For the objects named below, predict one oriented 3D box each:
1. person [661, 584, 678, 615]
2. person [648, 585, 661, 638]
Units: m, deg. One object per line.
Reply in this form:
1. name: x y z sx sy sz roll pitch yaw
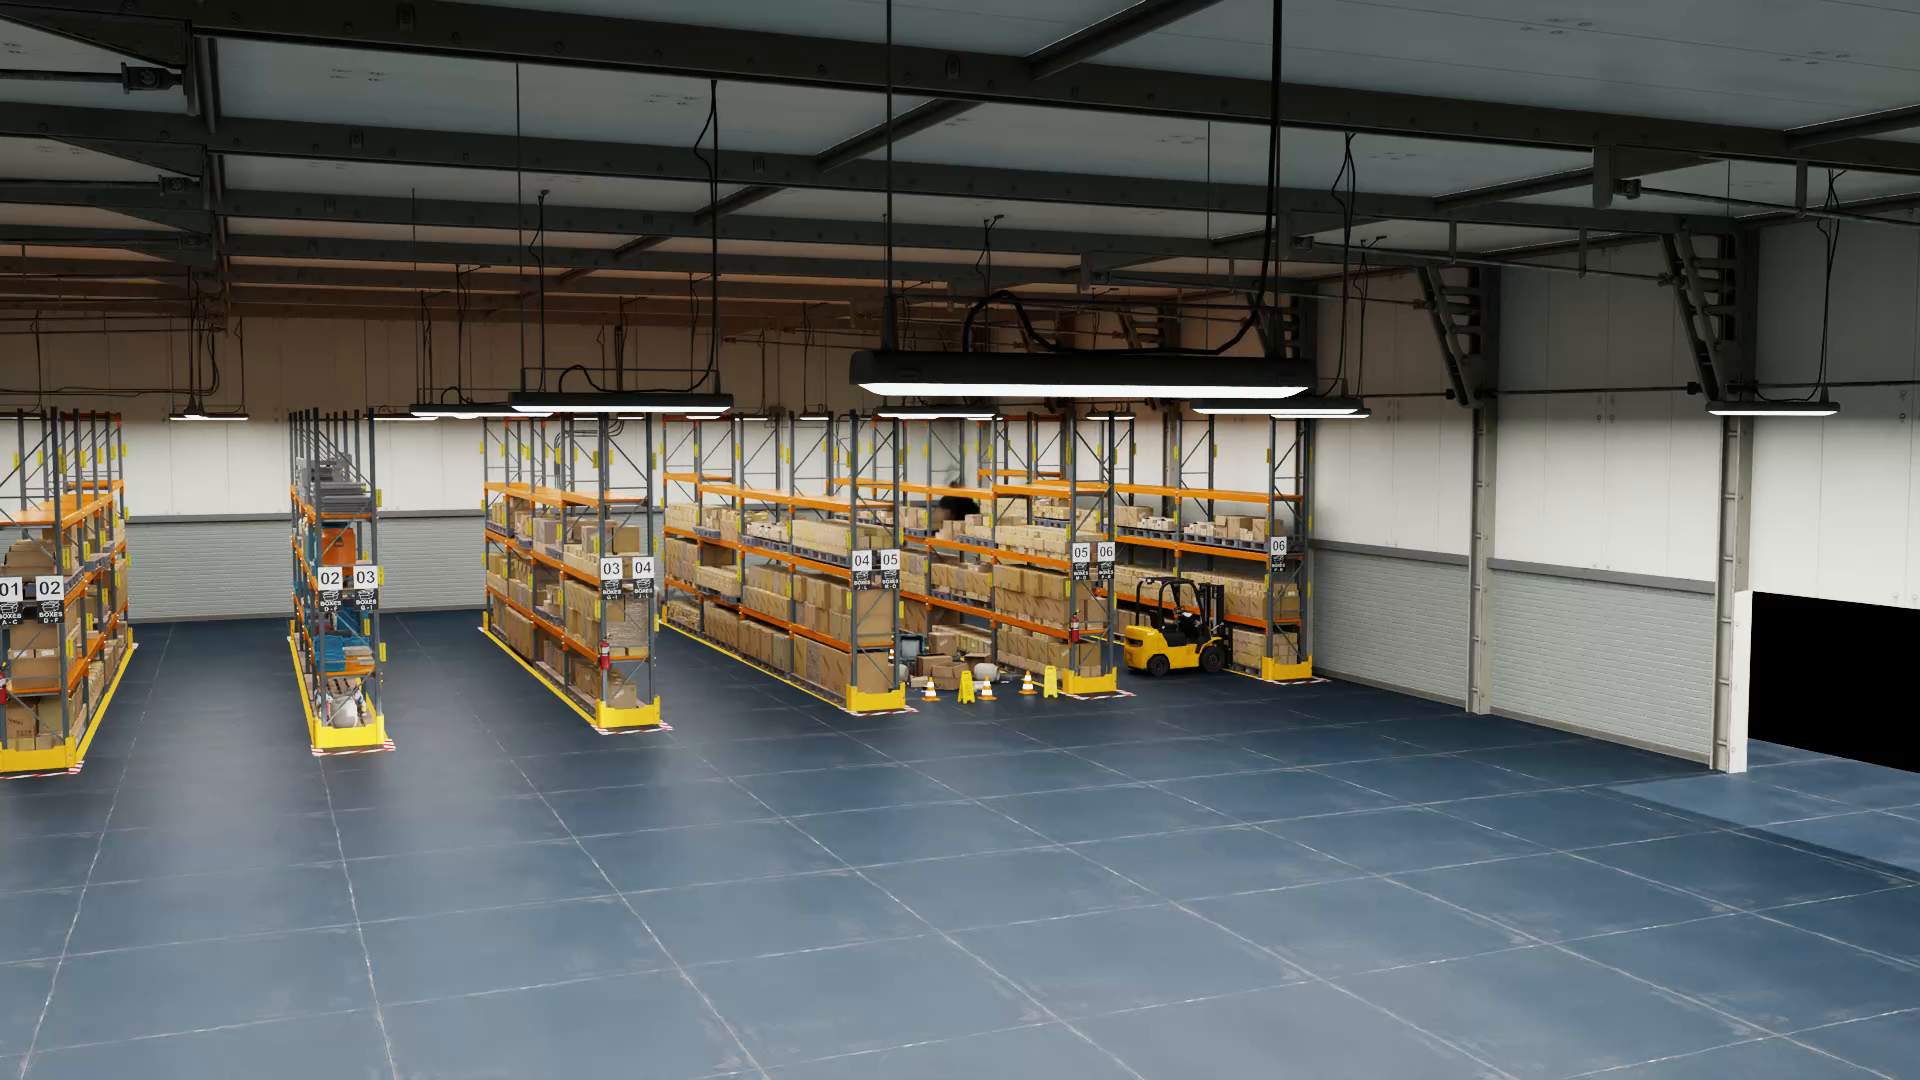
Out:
1. person: -8.576 1.433 49.314 0.749 1.693 0.780 0 4 3
2. person: -8.146 1.787 43.718 0.650 1.738 0.612 -1 4 -17
